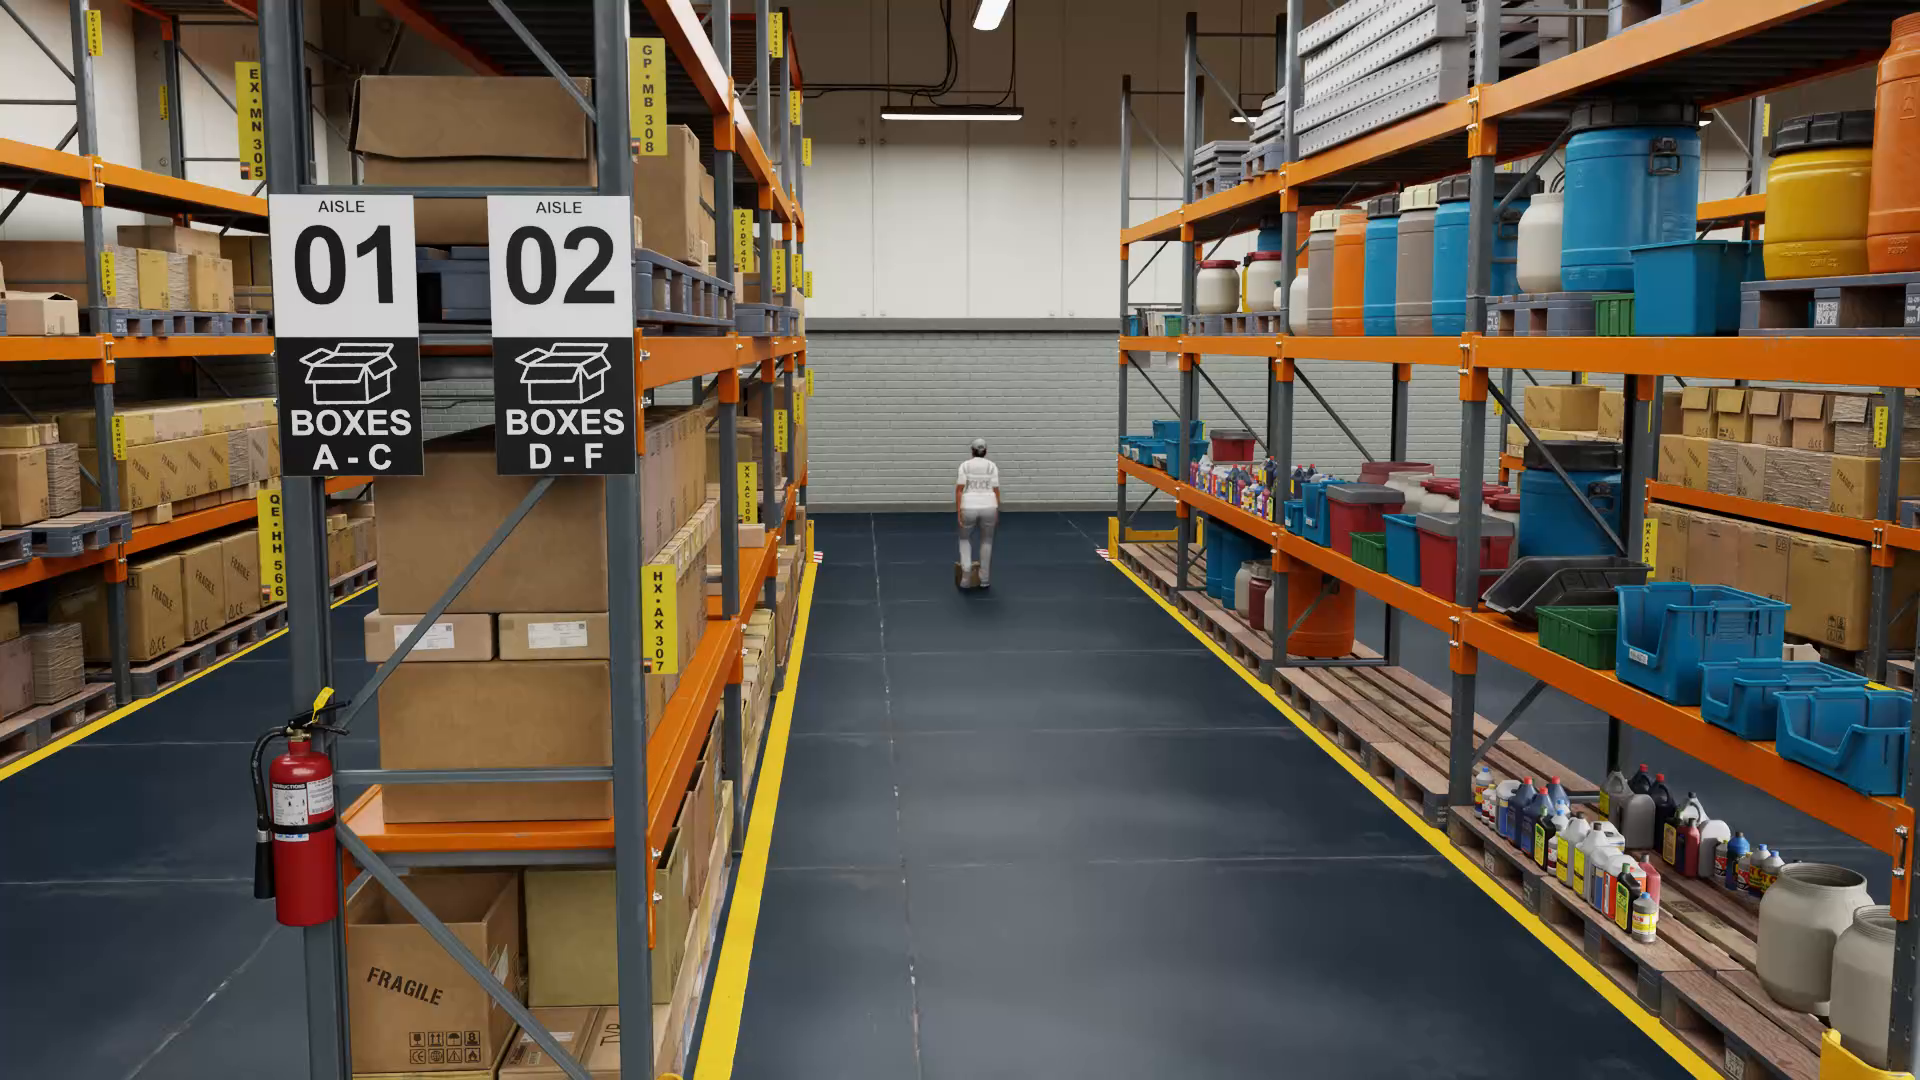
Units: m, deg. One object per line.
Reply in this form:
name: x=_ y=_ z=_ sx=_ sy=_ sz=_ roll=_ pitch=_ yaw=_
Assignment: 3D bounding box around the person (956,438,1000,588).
person: x=0.200 y=-0.289 z=18.598 sx=0.493 sy=1.690 sz=0.449 roll=0 pitch=7 yaw=1
